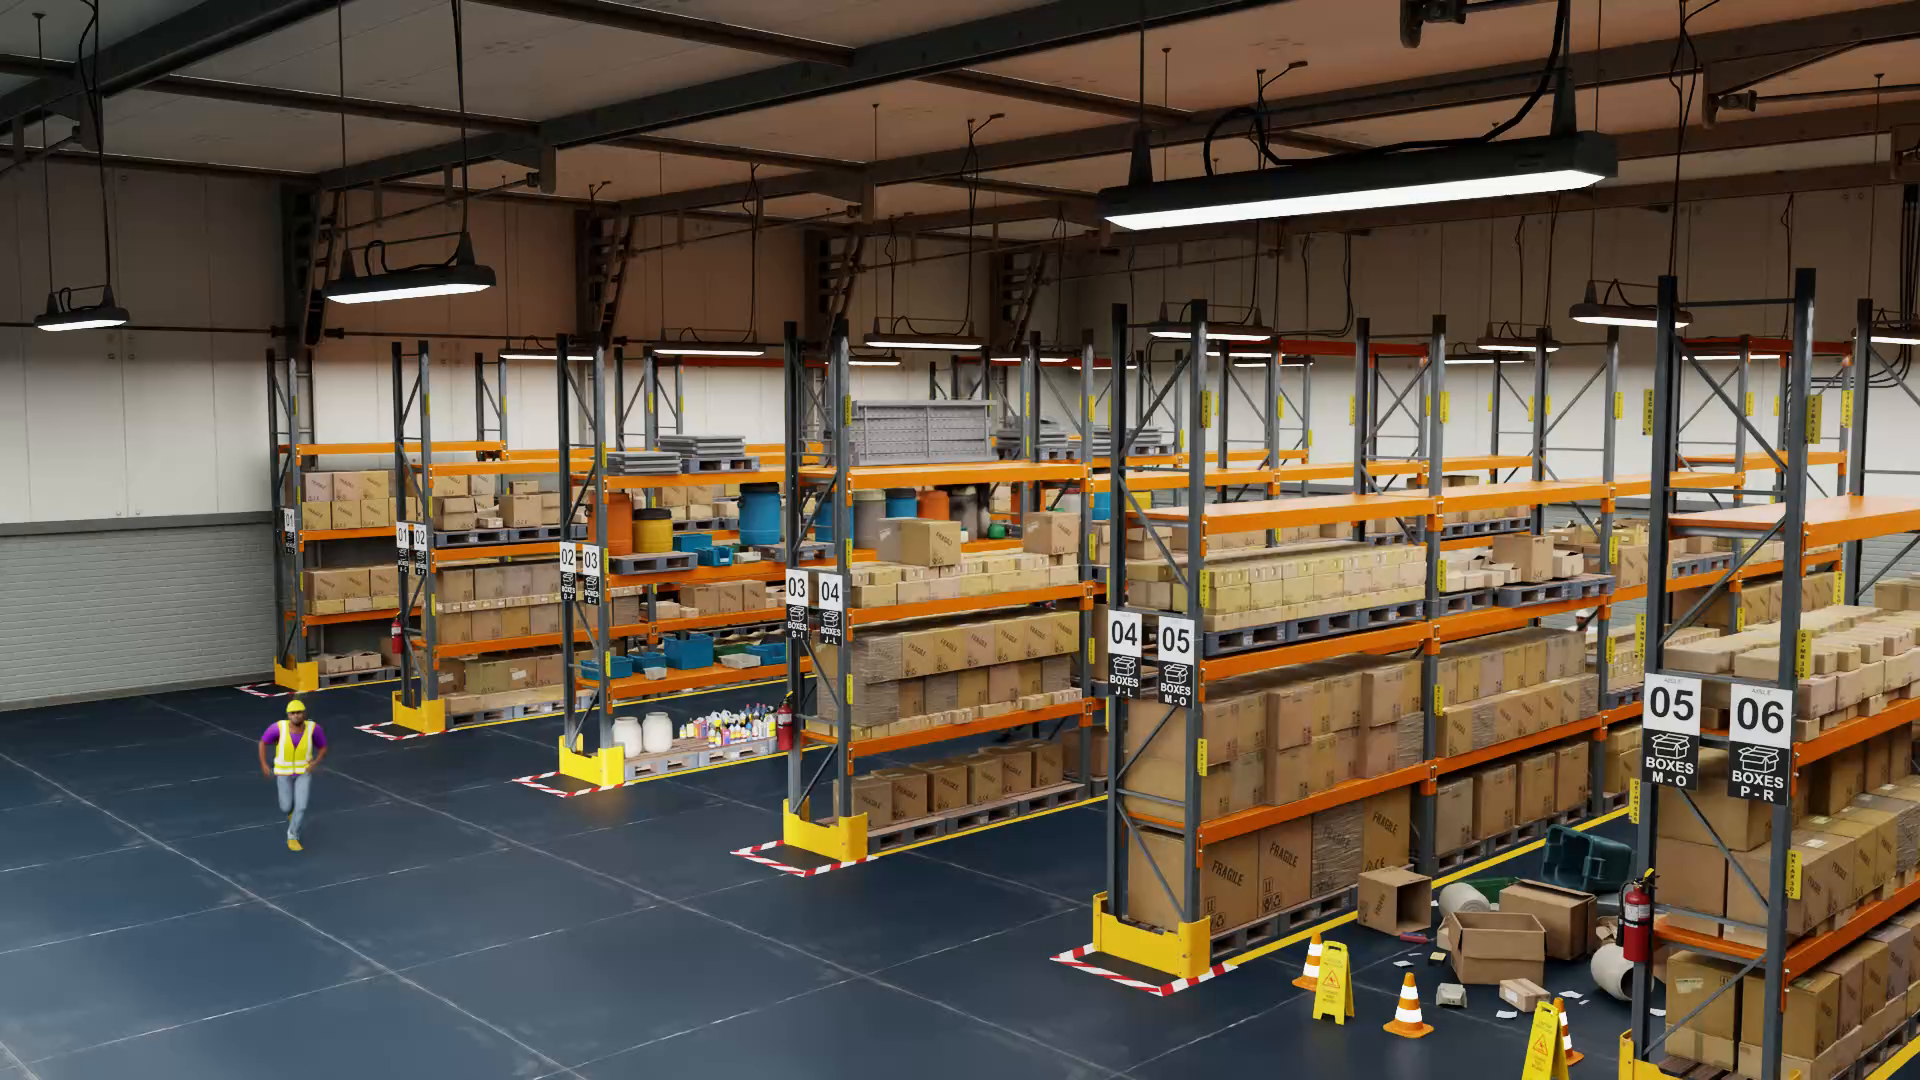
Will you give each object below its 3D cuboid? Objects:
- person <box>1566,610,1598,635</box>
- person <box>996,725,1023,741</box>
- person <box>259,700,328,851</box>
[{"bbox_3d":[9.807,1.952,26.315,0.702,1.706,0.963,4,6,37],"label":"person"},{"bbox_3d":[0.701,2.175,24.982,0.661,1.678,0.585,4,6,39],"label":"person"},{"bbox_3d":[-7.661,2.675,19.142,0.739,1.718,0.703,-2,5,-22],"label":"person"}]
